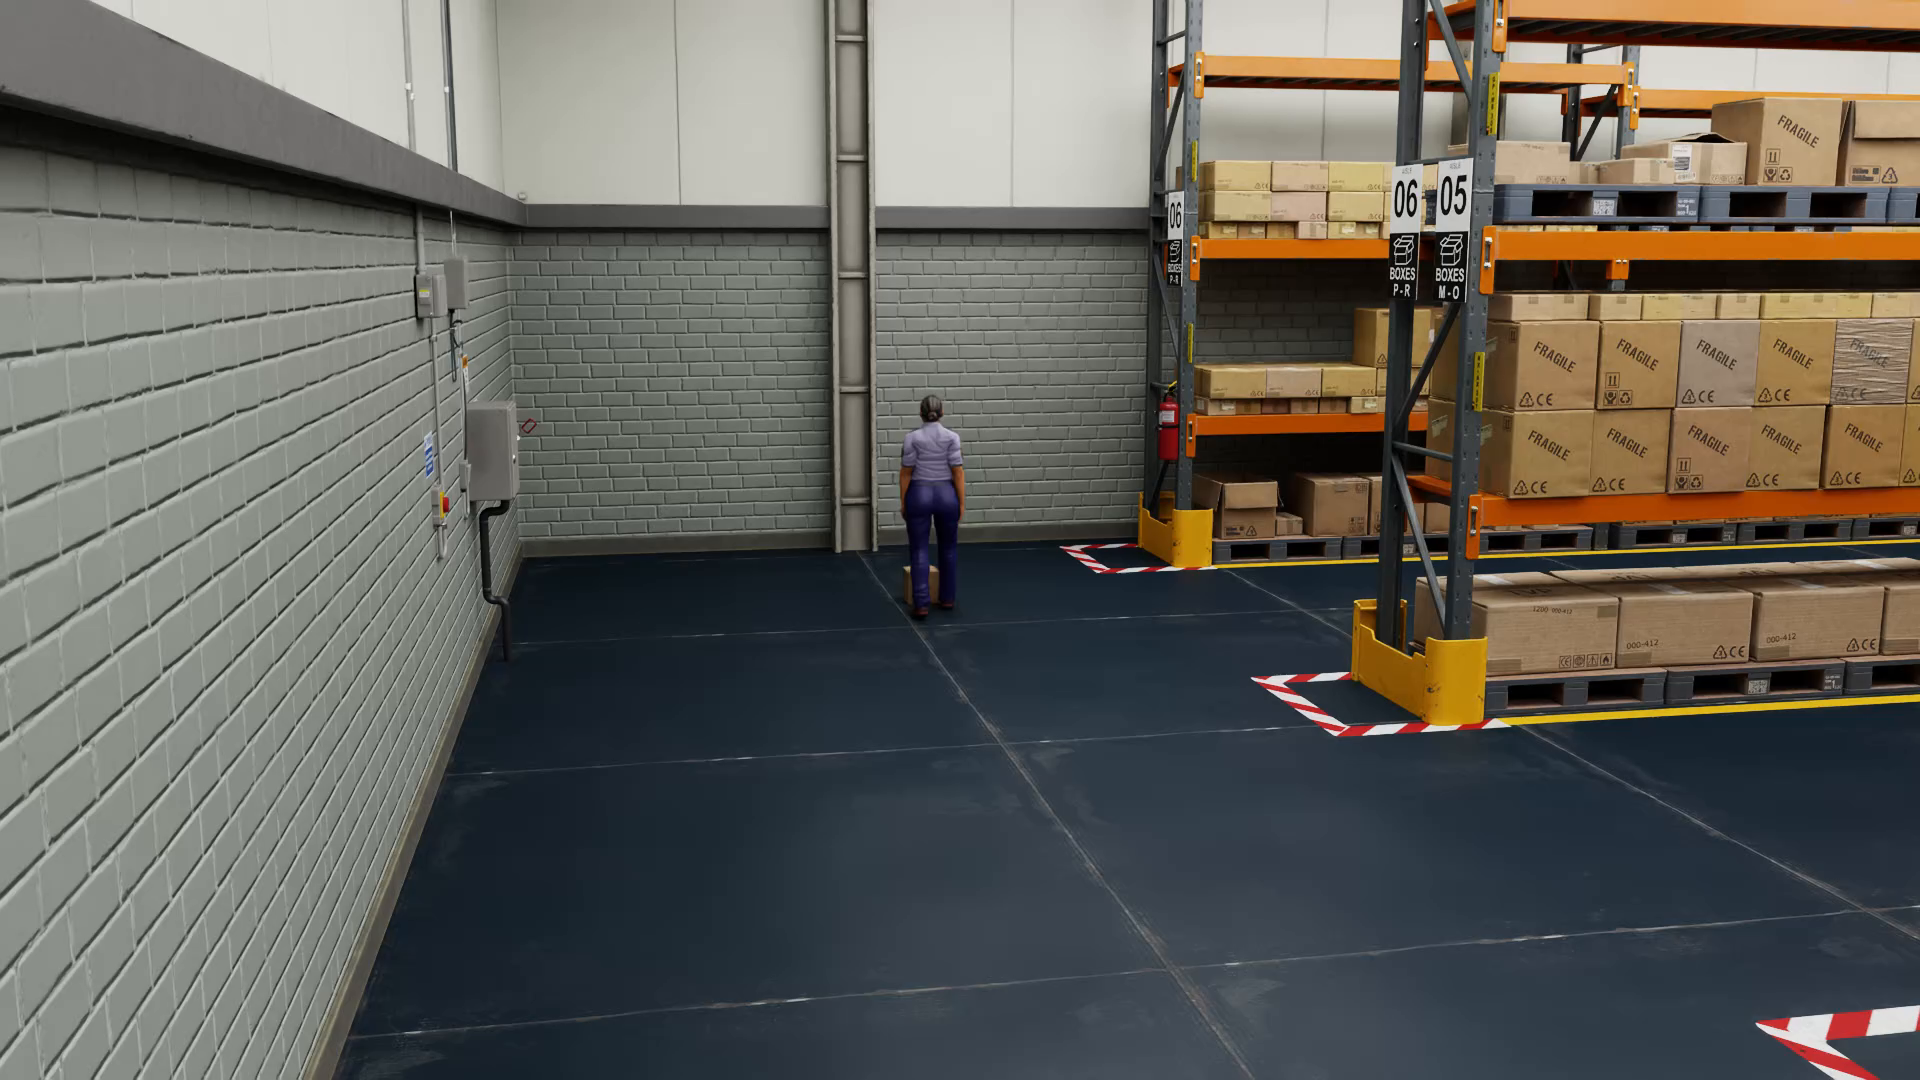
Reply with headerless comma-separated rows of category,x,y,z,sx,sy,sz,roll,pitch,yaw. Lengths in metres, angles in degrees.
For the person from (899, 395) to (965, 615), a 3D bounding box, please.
person,-0.221,-0.276,12.494,0.483,1.644,0.655,-1,10,-7
